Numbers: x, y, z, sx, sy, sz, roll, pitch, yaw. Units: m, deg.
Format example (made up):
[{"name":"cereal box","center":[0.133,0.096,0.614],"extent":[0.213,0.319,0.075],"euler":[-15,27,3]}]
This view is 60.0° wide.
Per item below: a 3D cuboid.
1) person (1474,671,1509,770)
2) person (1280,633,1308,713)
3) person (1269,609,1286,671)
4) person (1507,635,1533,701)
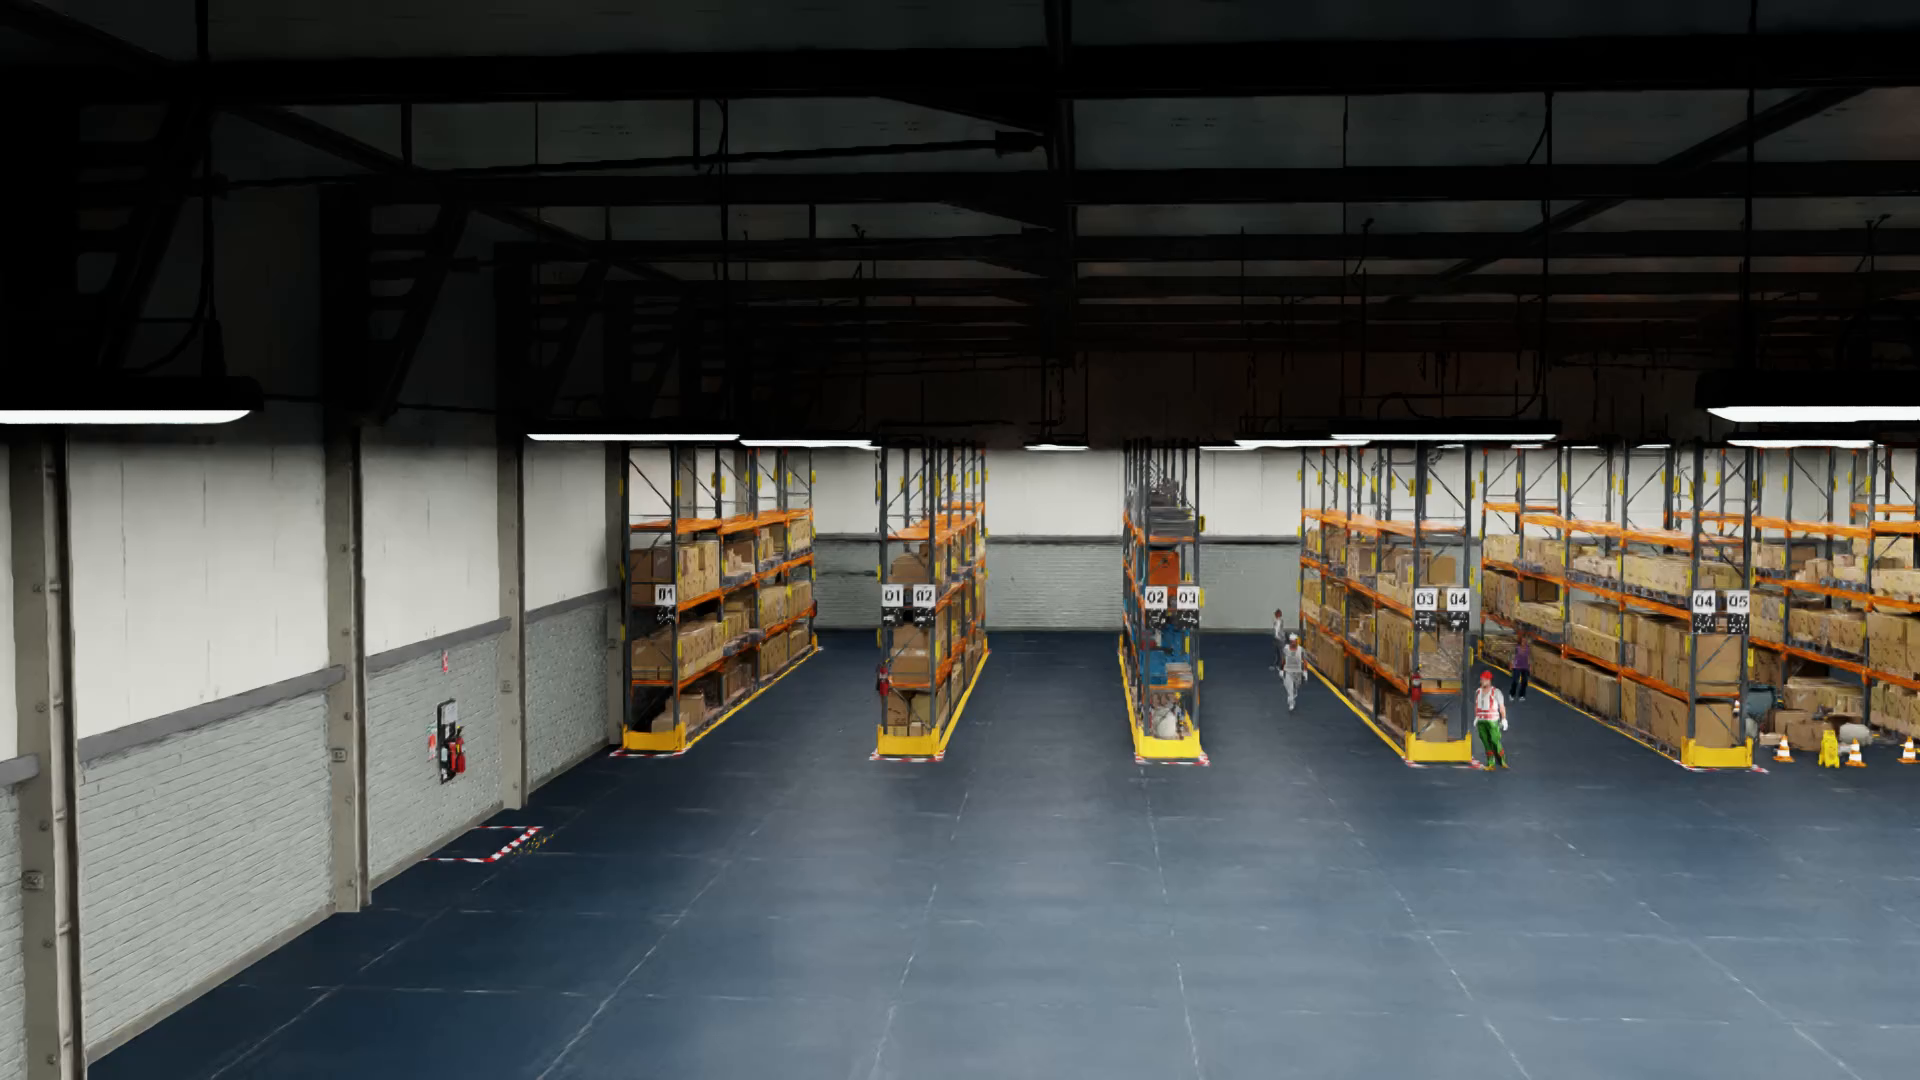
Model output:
[{"name":"person","center":[9.545,3.237,29.832],"extent":[0.438,1.780,0.649],"euler":[-3,4,-41]},{"name":"person","center":[7.324,2.903,36.469],"extent":[0.565,1.736,1.045],"euler":[0,3,3]},{"name":"person","center":[8.309,2.592,43.382],"extent":[0.530,1.589,0.547],"euler":[1,3,19]},{"name":"person","center":[12.792,2.927,37.991],"extent":[0.566,1.541,0.519],"euler":[0,3,2]}]
